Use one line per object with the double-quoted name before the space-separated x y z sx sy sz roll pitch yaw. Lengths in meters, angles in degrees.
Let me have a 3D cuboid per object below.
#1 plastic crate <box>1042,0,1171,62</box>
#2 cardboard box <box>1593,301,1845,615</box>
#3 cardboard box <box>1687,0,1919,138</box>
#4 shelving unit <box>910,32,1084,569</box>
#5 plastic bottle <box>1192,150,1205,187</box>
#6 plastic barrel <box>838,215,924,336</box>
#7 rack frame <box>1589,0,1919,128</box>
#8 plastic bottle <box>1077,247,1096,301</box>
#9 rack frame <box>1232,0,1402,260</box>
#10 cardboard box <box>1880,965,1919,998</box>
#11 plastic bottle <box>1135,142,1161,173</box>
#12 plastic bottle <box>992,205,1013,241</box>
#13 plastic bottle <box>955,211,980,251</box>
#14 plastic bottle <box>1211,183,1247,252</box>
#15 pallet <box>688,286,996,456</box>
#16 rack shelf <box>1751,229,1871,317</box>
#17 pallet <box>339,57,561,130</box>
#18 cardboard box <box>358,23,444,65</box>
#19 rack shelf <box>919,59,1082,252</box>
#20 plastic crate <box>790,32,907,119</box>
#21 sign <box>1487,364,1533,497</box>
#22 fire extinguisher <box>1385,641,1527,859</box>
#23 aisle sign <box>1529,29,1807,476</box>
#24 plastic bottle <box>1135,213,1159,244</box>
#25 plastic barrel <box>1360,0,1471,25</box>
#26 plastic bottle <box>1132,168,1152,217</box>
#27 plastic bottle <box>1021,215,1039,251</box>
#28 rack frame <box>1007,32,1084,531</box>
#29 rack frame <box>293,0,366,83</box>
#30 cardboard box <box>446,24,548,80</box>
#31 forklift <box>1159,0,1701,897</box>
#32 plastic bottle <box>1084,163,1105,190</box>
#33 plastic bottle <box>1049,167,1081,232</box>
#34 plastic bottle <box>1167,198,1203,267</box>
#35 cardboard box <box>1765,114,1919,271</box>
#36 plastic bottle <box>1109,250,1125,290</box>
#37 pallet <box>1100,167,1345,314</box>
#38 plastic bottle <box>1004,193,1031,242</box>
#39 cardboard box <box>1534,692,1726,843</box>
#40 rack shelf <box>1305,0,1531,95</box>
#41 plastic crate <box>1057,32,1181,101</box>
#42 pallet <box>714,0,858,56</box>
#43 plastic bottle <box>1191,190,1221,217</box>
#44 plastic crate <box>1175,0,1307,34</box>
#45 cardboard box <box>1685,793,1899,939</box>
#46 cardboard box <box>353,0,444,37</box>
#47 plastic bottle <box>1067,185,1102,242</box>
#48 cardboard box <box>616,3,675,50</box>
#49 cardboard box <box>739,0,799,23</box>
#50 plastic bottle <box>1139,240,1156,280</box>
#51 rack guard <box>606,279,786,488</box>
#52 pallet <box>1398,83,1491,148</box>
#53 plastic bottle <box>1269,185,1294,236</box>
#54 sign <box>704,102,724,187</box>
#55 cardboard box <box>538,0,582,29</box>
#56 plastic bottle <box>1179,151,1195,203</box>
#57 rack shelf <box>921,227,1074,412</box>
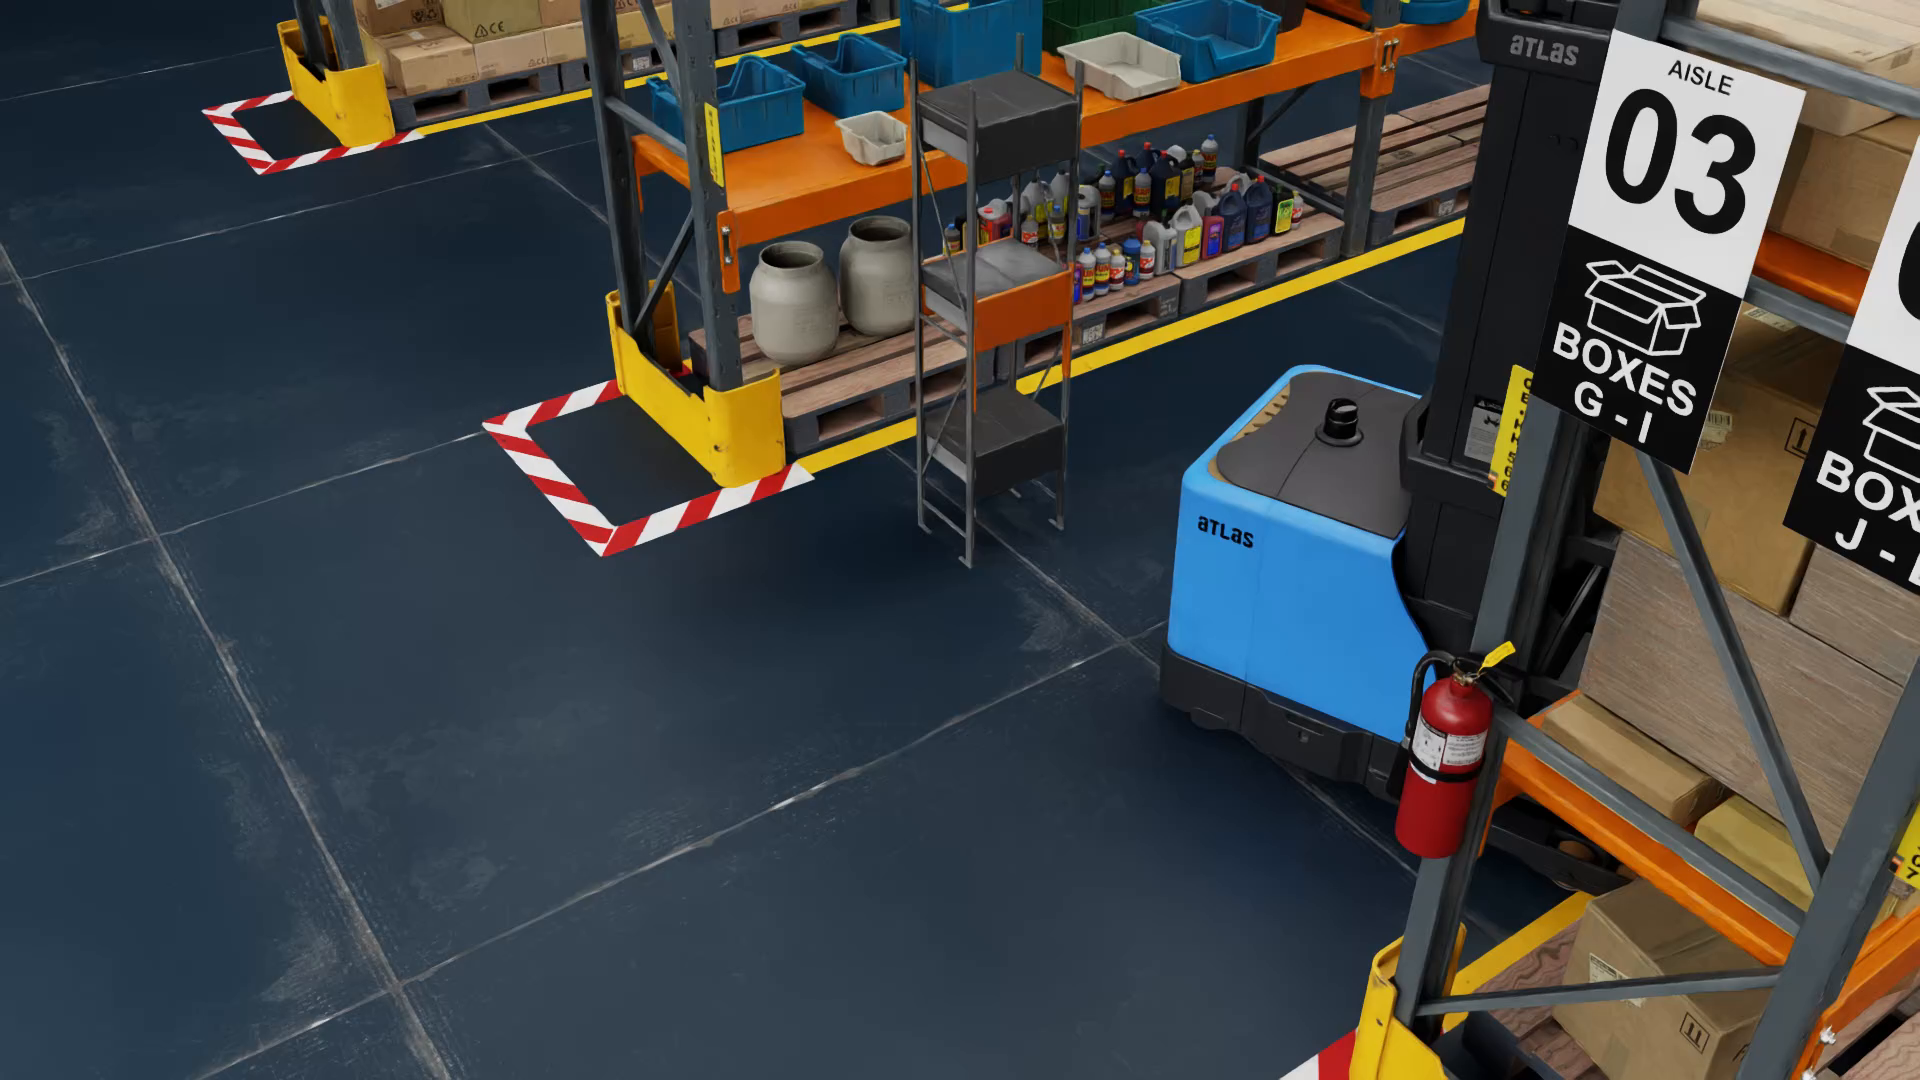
"plastic crate" 0.703 -2.665 8.568 0.662 0.188 0.450 -22 41 -28
"cardboard box" 1.866 -0.234 3.810 0.500 0.500 0.500 -22 41 -28
"cardboard box" 1.606 -0.925 3.185 0.250 0.149 0.380 -22 41 -28
"shelving unit" 0.135 -0.908 6.714 0.503 2.100 0.431 -22 41 -28
"plastic bottle" 1.379 -2.184 9.737 0.097 0.201 0.097 0 36 0
"plastic barrel" -0.391 -1.315 8.280 0.421 0.512 0.421 0 36 0
"rack frame" 1.559 -1.800 2.045 0.127 3.000 1.000 -22 41 -28
"plastic bottle" 0.647 -1.375 8.553 0.097 0.271 0.097 0 36 0
"rack frame" 1.975 -3.073 8.954 0.127 3.000 1.000 -22 41 -28
"cardboard box" 2.548 1.061 4.987 0.500 0.500 0.500 -12 37 -16
"plastic bottle" 1.076 -2.103 9.497 0.185 0.351 0.144 -21 41 -27
"plastic bottle" 0.238 -1.652 8.927 0.133 0.283 0.061 -22 41 -28
"plastic bottle" 0.039 -1.679 8.965 0.133 0.283 0.061 -21 41 -27
"plastic bottle" 1.458 -1.758 9.017 0.185 0.351 0.144 -25 42 -30
"pallet" -0.592 -0.915 8.341 1.213 0.211 1.003 -22 41 -28
"rack shelf" 3.194 -0.962 4.066 4.000 0.370 1.077 -22 41 -28
"pallet" -3.544 -3.238 11.572 1.213 0.211 1.003 -22 41 -28
"cardboard box" -3.877 -3.469 11.499 0.500 0.250 0.500 -22 41 -28
"rack shelf" 0.135 -1.465 6.314 0.480 0.518 0.431 -22 41 -28
"plastic crate" -0.523 -2.194 7.859 0.408 0.251 0.499 -22 41 -28
"sign" 1.256 -0.234 3.744 0.005 0.325 0.100 -22 41 -28
"fire extinguisher" 1.200 0.486 4.072 0.183 0.674 0.296 -22 41 -28
"aisle sign" 1.335 -0.542 3.208 0.004 0.787 0.394 -22 41 -28
"plastic bottle" 0.997 -1.620 8.883 0.133 0.283 0.061 -22 41 -28
"plastic barrel" 2.466 -3.262 8.787 0.708 0.901 0.600 -22 41 -28
"plastic bottle" 1.027 -1.964 9.372 0.097 0.271 0.097 0 36 0
"plastic bottle" 0.377 -1.663 9.012 0.097 0.201 0.097 0 36 0
"rack frame" 0.335 -0.990 6.828 0.015 2.100 0.400 -22 41 -28
"rack frame" -4.145 -4.093 10.372 0.127 3.000 1.000 -22 41 -28
"cardboard box" -3.172 -3.392 11.392 0.500 0.250 0.500 -22 41 -28
"forklift" 2.265 -0.301 5.159 3.031 2.935 1.130 21 41 27
"plastic bottle" 0.763 -1.977 9.379 0.133 0.283 0.061 -20 40 -26
"plastic bottle" 0.575 -1.897 9.210 0.185 0.351 0.144 -23 42 -28
"plastic bottle" 1.194 -1.649 8.866 0.185 0.351 0.144 -23 41 -28
"cardboard box" 1.807 -0.804 3.359 0.500 0.250 0.500 -21 41 -27
"plastic bottle" 0.810 -1.414 8.667 0.097 0.201 0.097 0 36 0
"pallet" 1.402 -1.735 9.482 1.213 0.211 1.003 -22 41 -28
"plastic bottle" 0.290 -1.746 9.065 0.135 0.276 0.152 -24 42 -29
"cardboard box" 1.673 0.544 4.140 0.250 0.149 0.380 -22 41 -28
"rack shelf" 3.610 -3.454 10.100 4.000 0.370 1.077 -22 41 -28
"plastic crate" 0.794 -2.299 8.104 0.437 0.136 0.530 -22 41 -28
"pallet" -1.549 -4.059 12.713 1.213 0.211 1.003 -22 41 -28
"plastic bottle" 1.352 -1.790 9.125 0.135 0.276 0.152 -22 41 -28
"plastic crate" 1.474 -2.933 8.812 0.504 0.338 0.767 -22 41 -28
"cardboard box" 1.929 0.756 3.845 0.250 0.149 0.380 -22 41 -28
"cardboard box" -3.878 -3.774 11.282 0.500 0.500 0.500 -22 41 -28
"plastic bottle" 0.681 -1.804 9.145 0.135 0.276 0.152 -22 41 -28
"cardboard box" -2.351 -3.725 11.856 0.500 0.250 0.500 -22 41 -28
"cardboard box" -1.543 -4.069 12.334 0.500 0.250 0.500 -22 41 -28
"plastic bottle" 0.978 -1.483 8.763 0.097 0.201 0.097 0 36 0
"rack guard" -1.259 -0.761 7.880 0.348 0.500 1.175 -22 41 -28
"pallet" 3.593 -2.637 10.735 1.213 0.211 1.003 -22 41 -28
"plastic bottle" 1.772 -1.830 9.175 0.133 0.283 0.061 -20 40 -26
"sign" -0.981 -1.576 6.636 0.005 0.325 0.100 -22 41 -28
"cardboard box" -2.769 -3.869 11.414 0.500 0.500 0.500 -22 41 -28
"plastic bottle" 1.276 -2.079 9.521 0.133 0.283 0.061 -22 41 -28
"rack shelf" 0.135 -0.897 6.722 0.480 0.518 0.431 -22 41 -28
